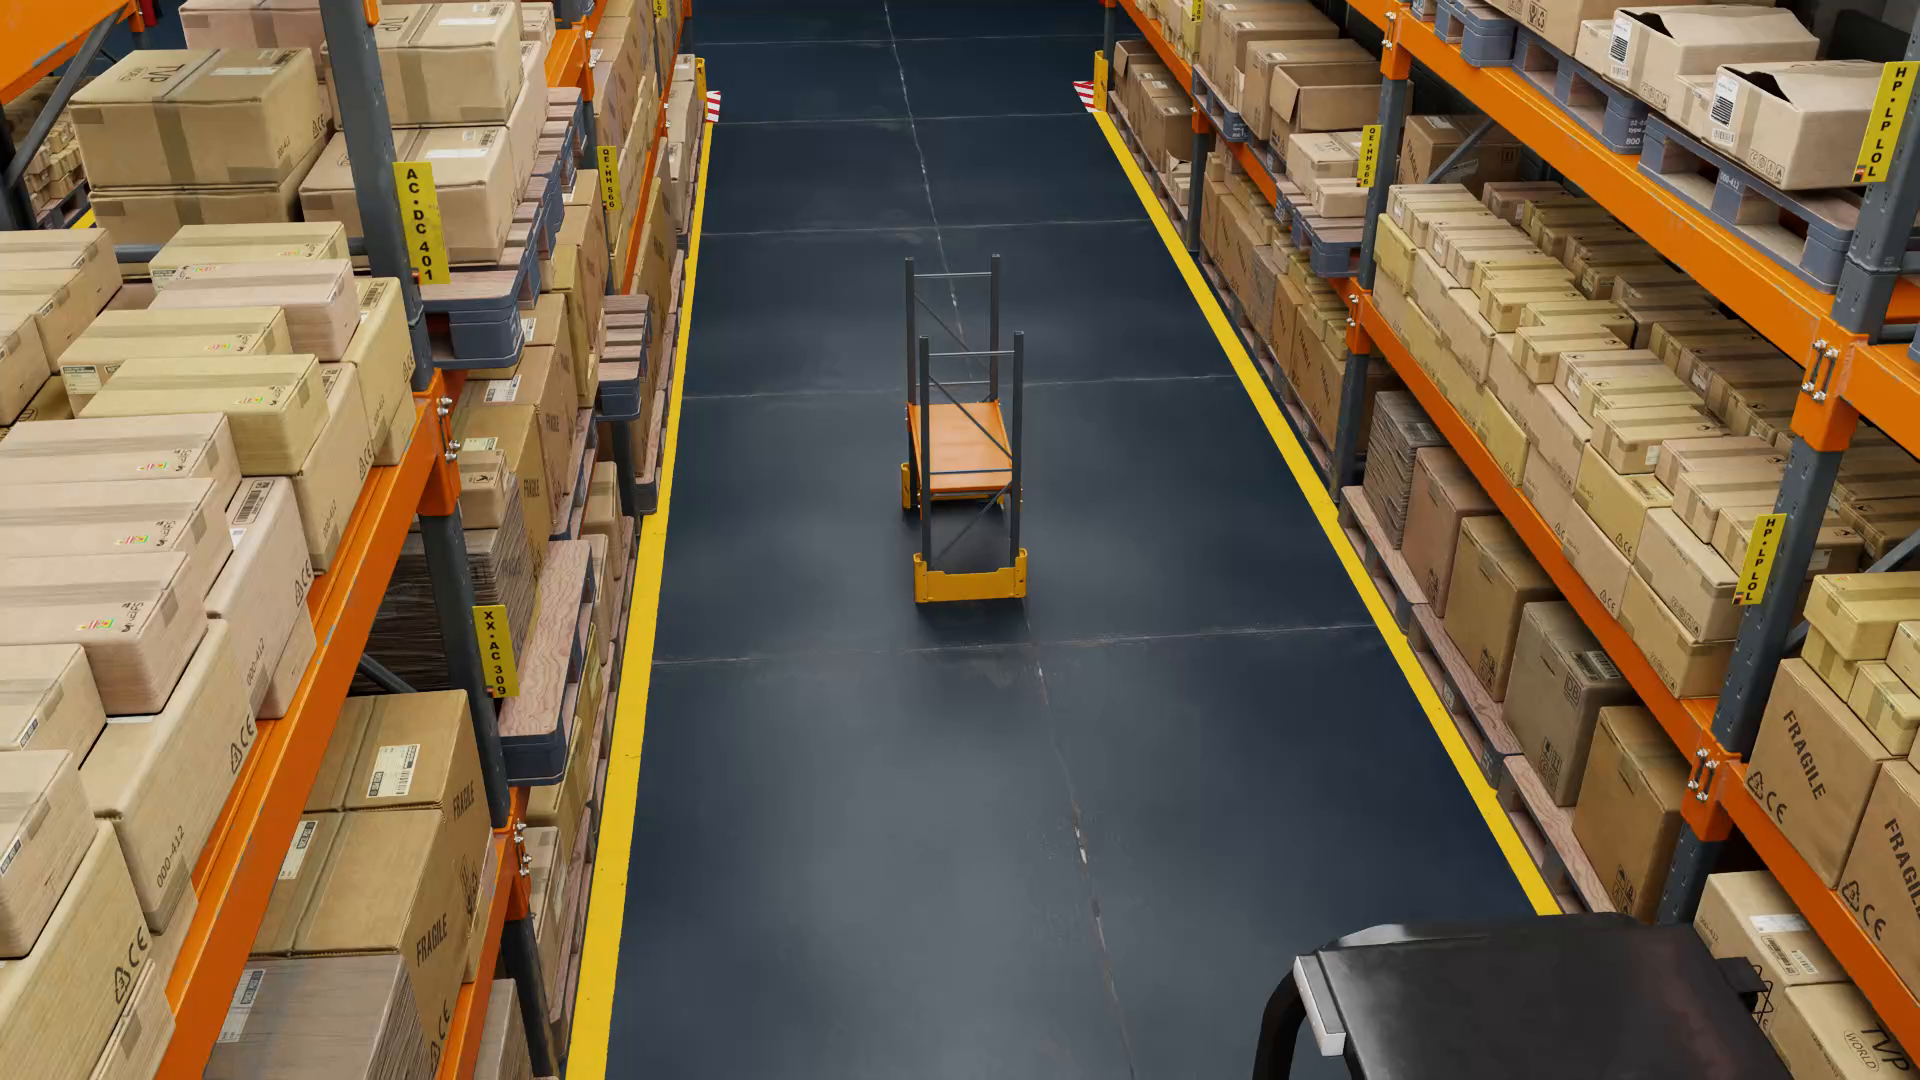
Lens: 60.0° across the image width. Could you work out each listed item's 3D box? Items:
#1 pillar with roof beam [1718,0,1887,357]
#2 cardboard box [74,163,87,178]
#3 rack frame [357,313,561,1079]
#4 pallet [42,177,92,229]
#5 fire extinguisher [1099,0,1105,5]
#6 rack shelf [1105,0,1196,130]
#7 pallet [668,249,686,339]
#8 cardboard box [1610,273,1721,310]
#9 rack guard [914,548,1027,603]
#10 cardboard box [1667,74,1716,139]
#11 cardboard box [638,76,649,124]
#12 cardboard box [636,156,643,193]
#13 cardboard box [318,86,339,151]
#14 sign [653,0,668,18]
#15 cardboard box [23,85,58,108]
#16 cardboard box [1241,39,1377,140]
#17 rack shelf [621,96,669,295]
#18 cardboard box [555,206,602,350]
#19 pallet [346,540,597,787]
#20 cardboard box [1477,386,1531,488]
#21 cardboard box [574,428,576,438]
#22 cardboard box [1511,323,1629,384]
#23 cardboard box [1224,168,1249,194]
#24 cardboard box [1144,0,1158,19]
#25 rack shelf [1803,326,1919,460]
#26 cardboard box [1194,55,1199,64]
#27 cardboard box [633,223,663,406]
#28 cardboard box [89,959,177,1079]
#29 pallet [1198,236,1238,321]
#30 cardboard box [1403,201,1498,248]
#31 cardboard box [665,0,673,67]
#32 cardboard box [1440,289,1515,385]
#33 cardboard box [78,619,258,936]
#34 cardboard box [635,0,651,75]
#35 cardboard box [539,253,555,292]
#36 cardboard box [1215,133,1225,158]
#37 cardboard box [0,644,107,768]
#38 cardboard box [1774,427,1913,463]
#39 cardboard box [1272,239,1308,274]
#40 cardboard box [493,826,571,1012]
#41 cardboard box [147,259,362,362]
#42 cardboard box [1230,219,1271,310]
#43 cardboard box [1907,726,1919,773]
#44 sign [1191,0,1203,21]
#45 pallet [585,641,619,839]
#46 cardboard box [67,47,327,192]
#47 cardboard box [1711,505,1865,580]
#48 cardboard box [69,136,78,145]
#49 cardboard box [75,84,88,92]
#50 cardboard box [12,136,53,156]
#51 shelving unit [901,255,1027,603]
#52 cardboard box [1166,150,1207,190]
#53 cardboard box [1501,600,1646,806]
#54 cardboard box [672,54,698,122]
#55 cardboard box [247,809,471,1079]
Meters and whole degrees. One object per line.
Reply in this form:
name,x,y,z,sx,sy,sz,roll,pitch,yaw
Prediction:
pillar with roof beam,-0.614,-3.295,5.990,9.100,9.000,0.400,-3,31,-5
cardboard box,-7.507,-3.143,13.957,0.380,0.149,0.250,-2,31,-4
rack frame,-1.915,0.734,5.096,1.000,3.000,0.127,-3,31,-5
pallet,-7.797,-2.830,13.782,1.003,0.211,1.213,-3,31,-5
fire extinguisher,1.431,-5.492,15.958,0.296,0.674,0.183,-3,31,-5
rack shelf,2.092,-4.302,14.229,1.077,0.370,4.000,-3,31,-5
pallet,-2.516,-1.763,11.995,1.003,0.211,1.213,-3,31,-5
cardboard box,3.129,-1.067,7.381,0.380,0.149,0.250,-3,31,-5
rack guard,0.054,0.186,8.695,0.587,0.250,0.087,-3,31,-5
cardboard box,2.621,-1.456,5.575,0.380,0.149,0.250,-3,31,-5
cardboard box,-2.271,-2.768,10.618,0.500,0.250,0.500,-2,31,-3
cardboard box,-2.243,-2.287,10.300,0.500,0.250,0.500,-3,31,-5
cardboard box,-2.156,-1.219,5.178,0.500,0.250,0.500,-2,31,-4
sign,-2.124,-3.844,11.709,0.100,0.325,0.005,-3,31,-5
cardboard box,-8.099,-3.897,14.639,0.380,0.149,0.250,-2,31,-4
cardboard box,2.223,-2.890,10.657,0.700,0.500,0.500,-3,31,-5
rack shelf,-2.476,-2.020,10.409,1.077,0.370,4.000,-3,31,-5
cardboard box,-1.911,-1.177,7.498,0.500,0.500,0.500,-3,31,-5
pallet,-1.842,0.419,5.810,1.003,0.211,1.213,-3,31,-5
cardboard box,2.595,-0.461,7.242,0.500,0.250,0.500,-2,31,-3
cardboard box,-1.801,-0.437,6.892,0.380,0.149,0.250,-4,31,-6
cardboard box,2.522,-0.773,6.890,0.380,0.149,0.250,-4,31,-6
cardboard box,2.150,-2.642,12.144,0.380,0.149,0.250,-4,31,-6
cardboard box,1.778,-4.550,14.187,0.380,0.149,0.250,-2,31,-3
rack shelf,3.213,0.537,3.203,1.077,0.370,4.000,-3,31,-5
cardboard box,1.998,-3.633,12.652,0.380,0.149,0.250,-2,31,-4
cardboard box,-2.350,-1.388,10.312,0.875,0.875,0.875,-2,31,-4
cardboard box,-1.374,0.752,2.386,0.380,0.149,0.250,-2,31,-4
pallet,2.392,-1.979,12.358,1.003,0.211,1.213,-3,31,-5
cardboard box,2.415,-1.556,8.200,0.380,0.149,0.250,-2,31,-4
cardboard box,-2.489,-3.902,12.761,0.500,0.500,0.500,-3,31,-4
cardboard box,2.527,-0.936,7.551,0.500,0.250,0.500,-4,31,-6
cardboard box,-1.462,0.373,2.631,0.500,0.250,0.500,-2,31,-4
cardboard box,-2.315,-3.343,10.848,0.500,0.500,0.500,-2,31,-4
cardboard box,-1.855,-1.116,6.763,0.380,0.149,0.250,-4,31,-7
cardboard box,2.108,-2.910,12.303,0.380,0.149,0.250,-3,31,-5
cardboard box,-1.483,0.284,2.391,0.380,0.149,0.250,-2,31,-4
cardboard box,3.212,-0.284,6.070,0.380,0.149,0.250,-3,31,-5
cardboard box,2.258,-1.852,10.821,0.380,0.149,0.250,-4,31,-7
cardboard box,-1.967,1.414,6.110,0.950,0.372,0.625,-2,31,-4
cardboard box,-1.568,-0.508,3.717,0.380,0.149,0.250,-3,31,-6
cardboard box,2.202,-1.913,11.556,0.500,0.500,0.500,-4,31,-6
cardboard box,2.872,0.612,4.570,0.380,0.149,0.250,-3,31,-5
sign,1.739,-3.932,12.063,0.100,0.325,0.005,-3,31,-5
pallet,-2.107,0.910,7.521,1.003,0.211,1.213,-3,31,-5
cardboard box,-2.096,-1.174,4.614,0.500,0.250,0.500,-2,31,-3
cardboard box,2.773,0.009,5.579,0.380,0.149,0.250,-2,31,-3
cardboard box,-7.505,-3.271,13.882,0.380,0.149,0.250,-1,31,-2
cardboard box,-7.687,-3.926,14.689,0.380,0.149,0.250,-2,31,-4
cardboard box,-7.544,-3.130,13.356,0.380,0.149,0.250,-4,31,-7
shelving unit,0.007,-0.605,8.800,0.587,1.500,1.083,-3,31,-5
cardboard box,1.901,-3.049,13.686,0.396,0.266,0.258,-2,31,-3
cardboard box,2.901,0.671,7.107,0.875,0.625,0.625,-3,31,-5
cardboard box,-2.875,-4.141,15.346,0.875,0.438,0.875,-4,31,-6
cardboard box,-1.571,1.041,4.195,0.500,0.500,0.500,-2,31,-3
